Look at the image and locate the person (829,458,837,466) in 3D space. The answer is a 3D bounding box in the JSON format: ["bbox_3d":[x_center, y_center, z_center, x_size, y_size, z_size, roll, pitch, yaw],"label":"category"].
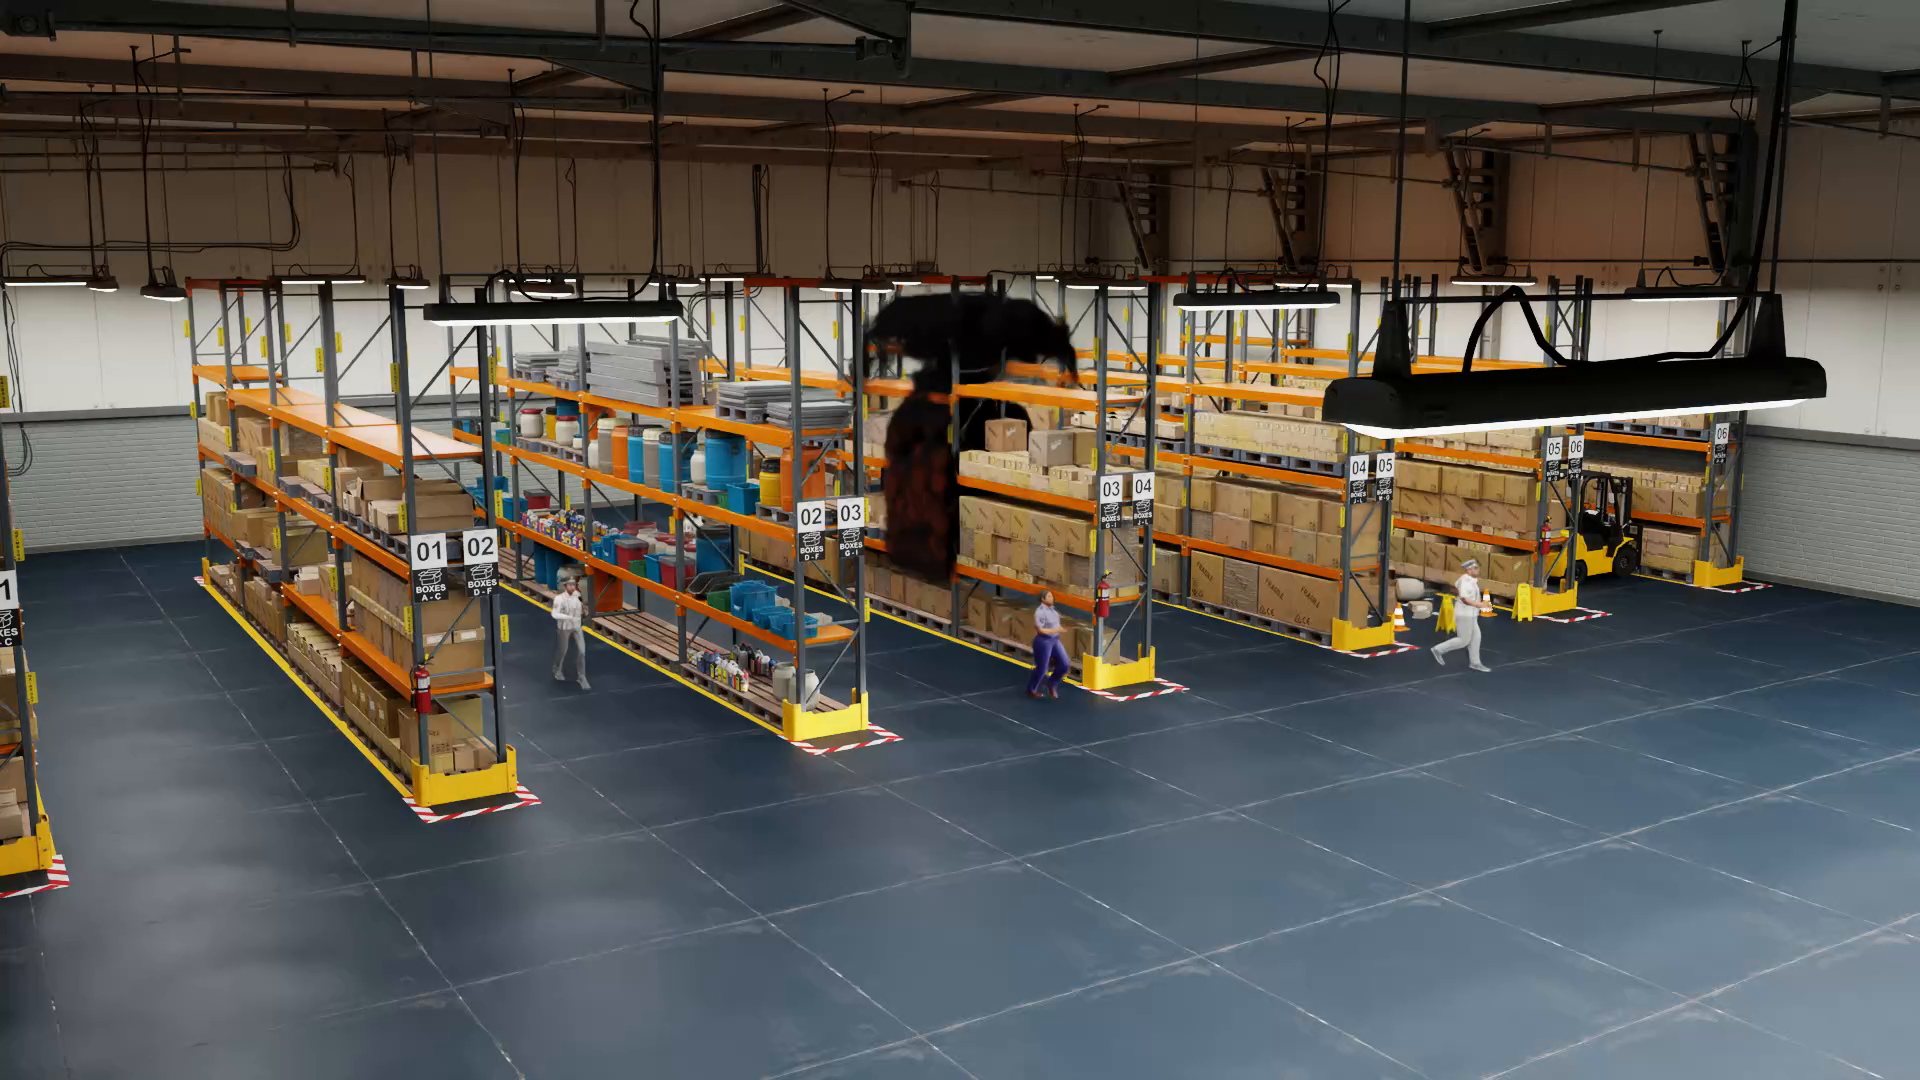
[{"bbox_3d":[-3.028,-1.107,39.474,0.665,1.763,0.838,-2,10,-13],"label":"person"}]

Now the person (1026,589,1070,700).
[{"bbox_3d":[1.280,1.523,24.057,0.678,1.656,0.579,7,12,36],"label":"person"}]

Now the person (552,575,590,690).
[{"bbox_3d":[-5.867,1.346,24.902,0.562,1.719,0.857,-7,12,-36],"label":"person"}]

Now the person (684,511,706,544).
[{"bbox_3d":[-5.087,0.086,32.399,0.569,1.673,0.655,-8,12,-40],"label":"person"}]

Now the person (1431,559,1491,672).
[{"bbox_3d":[7.819,1.165,25.856,0.918,1.782,0.667,3,10,15],"label":"person"}]
